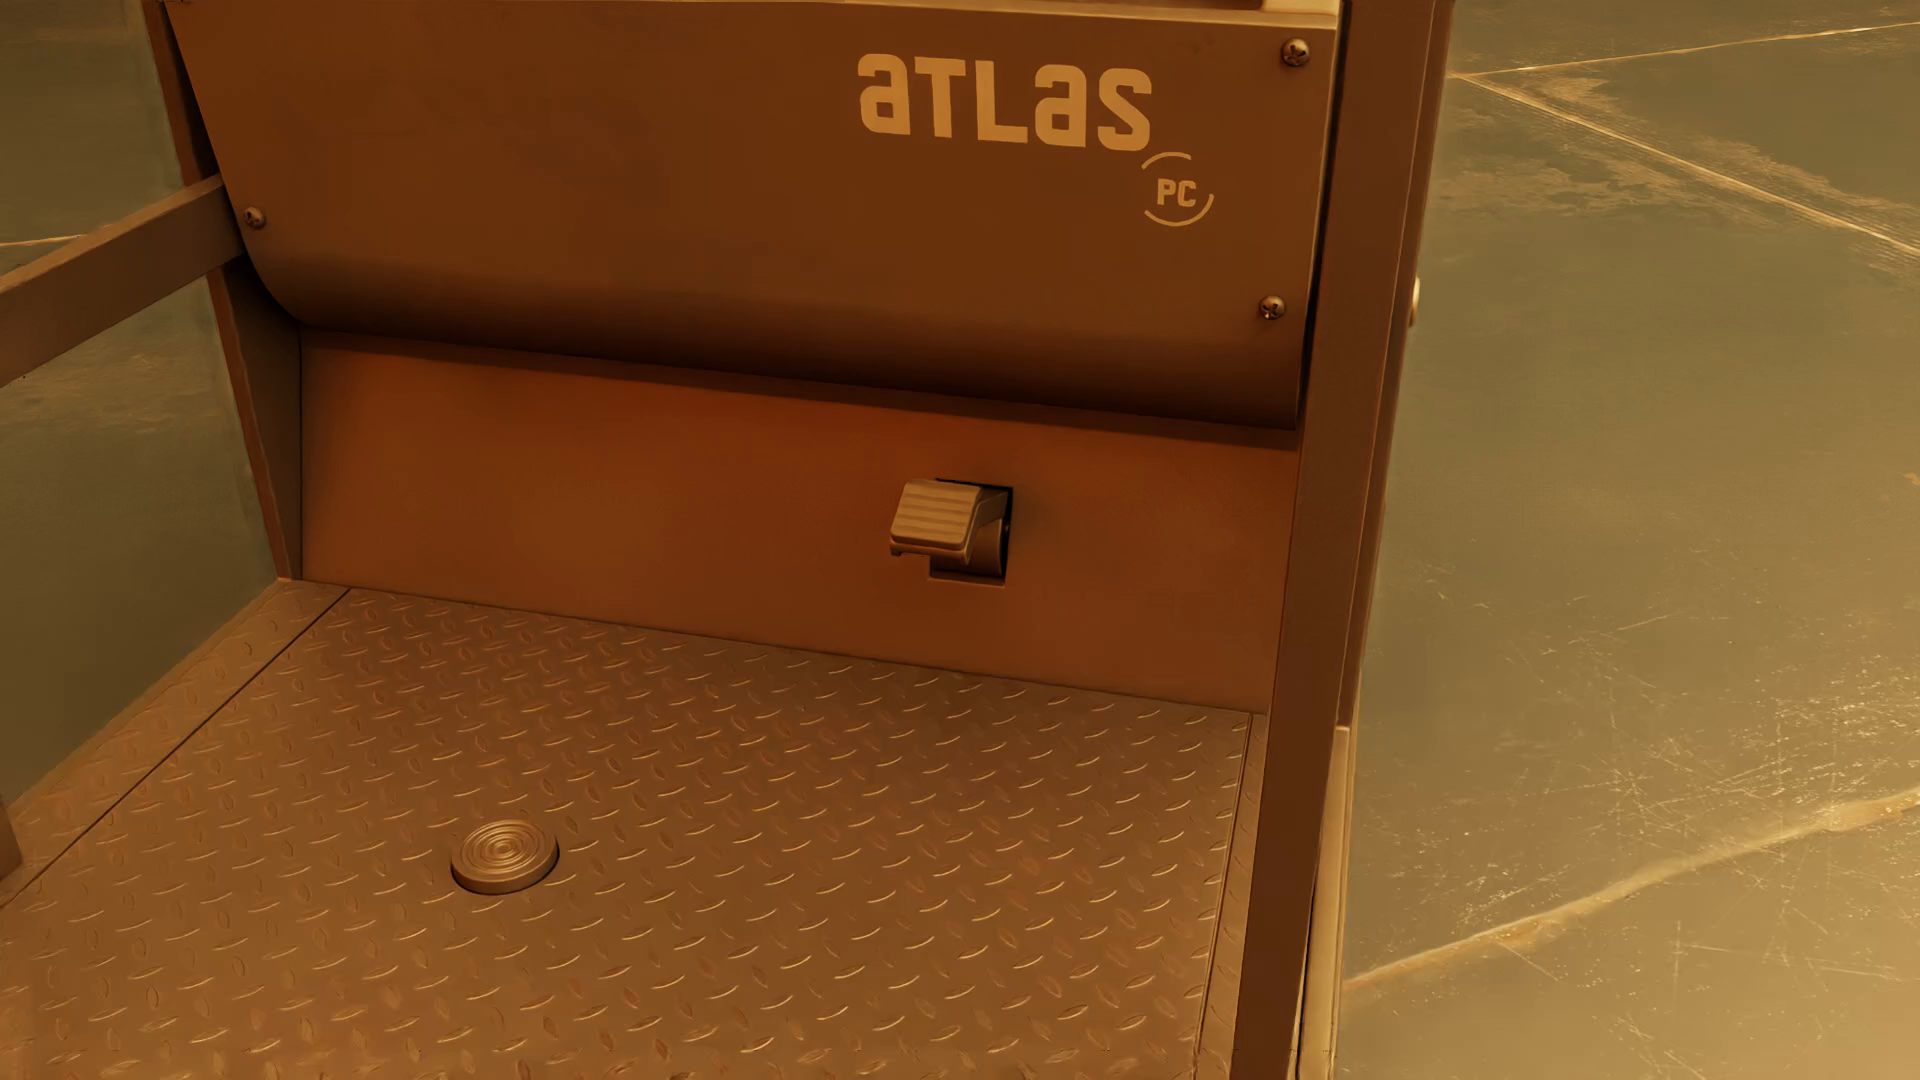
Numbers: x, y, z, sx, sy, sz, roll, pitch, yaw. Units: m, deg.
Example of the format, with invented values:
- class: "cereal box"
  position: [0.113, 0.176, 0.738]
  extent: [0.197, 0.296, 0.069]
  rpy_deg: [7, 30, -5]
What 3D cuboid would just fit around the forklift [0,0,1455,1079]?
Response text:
- class: "forklift"
  position: [-0.225, -0.761, 0.875]
  extent: [1.130, 2.935, 3.031]
  rpy_deg: [7, 30, 12]
